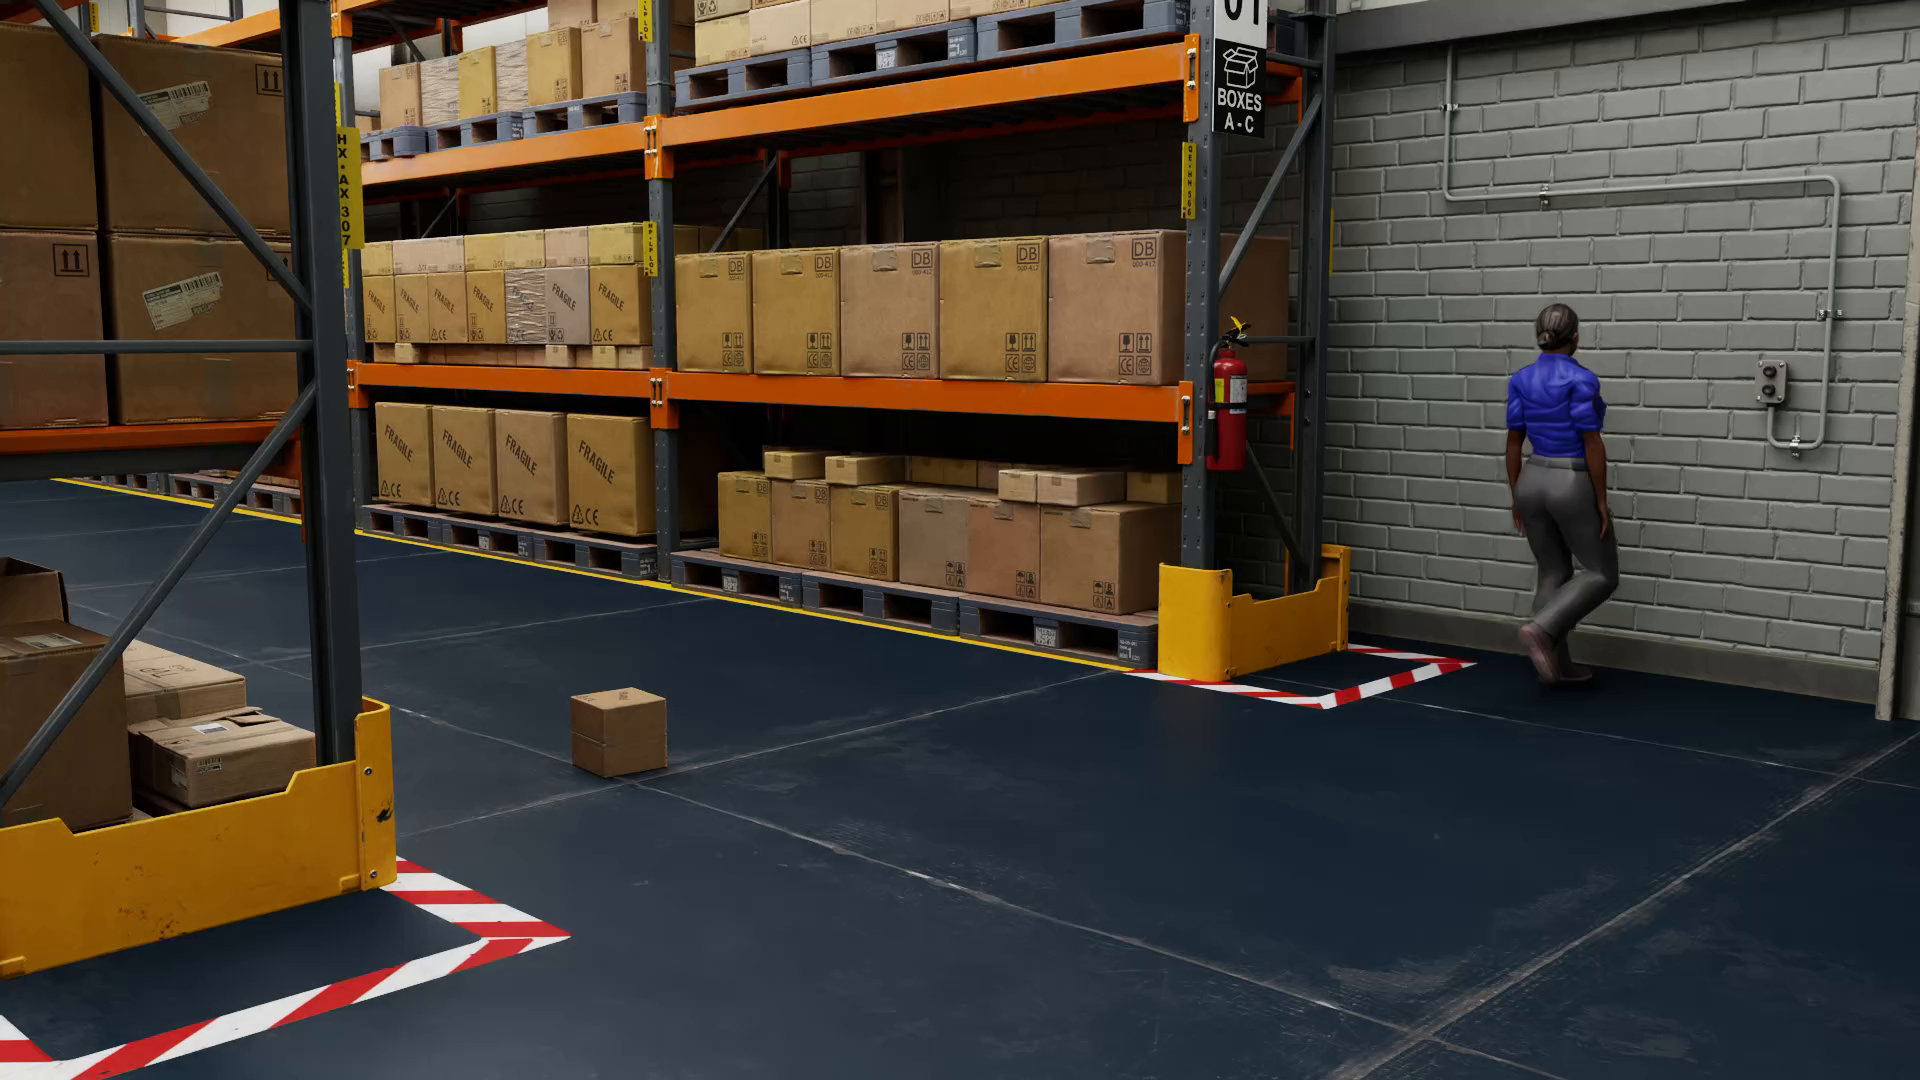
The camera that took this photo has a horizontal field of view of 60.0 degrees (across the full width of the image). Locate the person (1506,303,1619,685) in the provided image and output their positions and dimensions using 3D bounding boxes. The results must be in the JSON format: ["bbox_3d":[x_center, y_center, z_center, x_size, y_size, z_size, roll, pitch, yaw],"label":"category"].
[{"bbox_3d":[2.554,-0.183,7.117,0.561,1.644,0.480,-5,9,-33],"label":"person"}]
